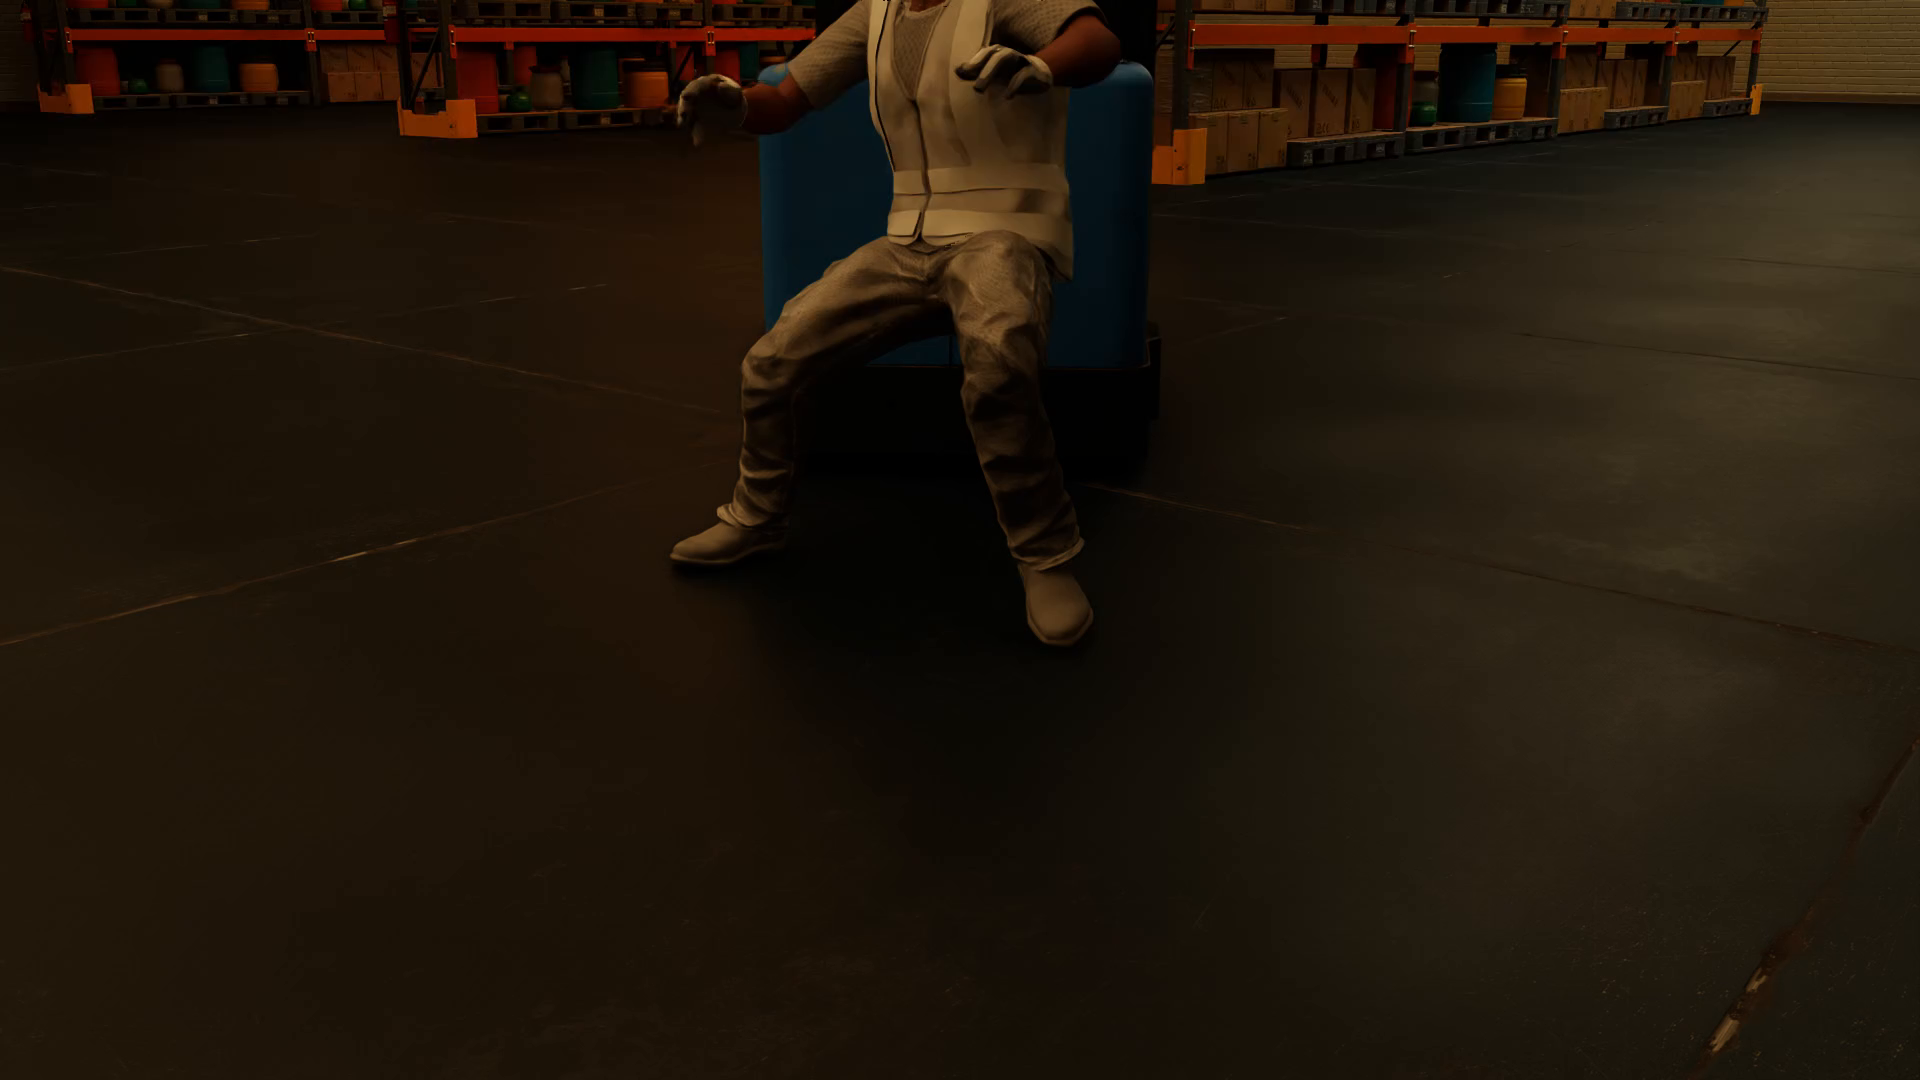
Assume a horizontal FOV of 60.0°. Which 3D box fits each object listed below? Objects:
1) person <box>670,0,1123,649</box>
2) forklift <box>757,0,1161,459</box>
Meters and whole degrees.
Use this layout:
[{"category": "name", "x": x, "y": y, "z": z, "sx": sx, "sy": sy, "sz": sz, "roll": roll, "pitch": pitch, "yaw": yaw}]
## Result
[{"category": "person", "x": -0.122, "y": -0.615, "z": 3.316, "sx": 0.760, "sy": 1.547, "sz": 1.080, "roll": -15, "pitch": 22, "yaw": -40}, {"category": "forklift", "x": 0.105, "y": -1.997, "z": 5.474, "sx": 1.130, "sy": 2.935, "sz": 3.031, "roll": 1, "pitch": 17, "yaw": 5}]
